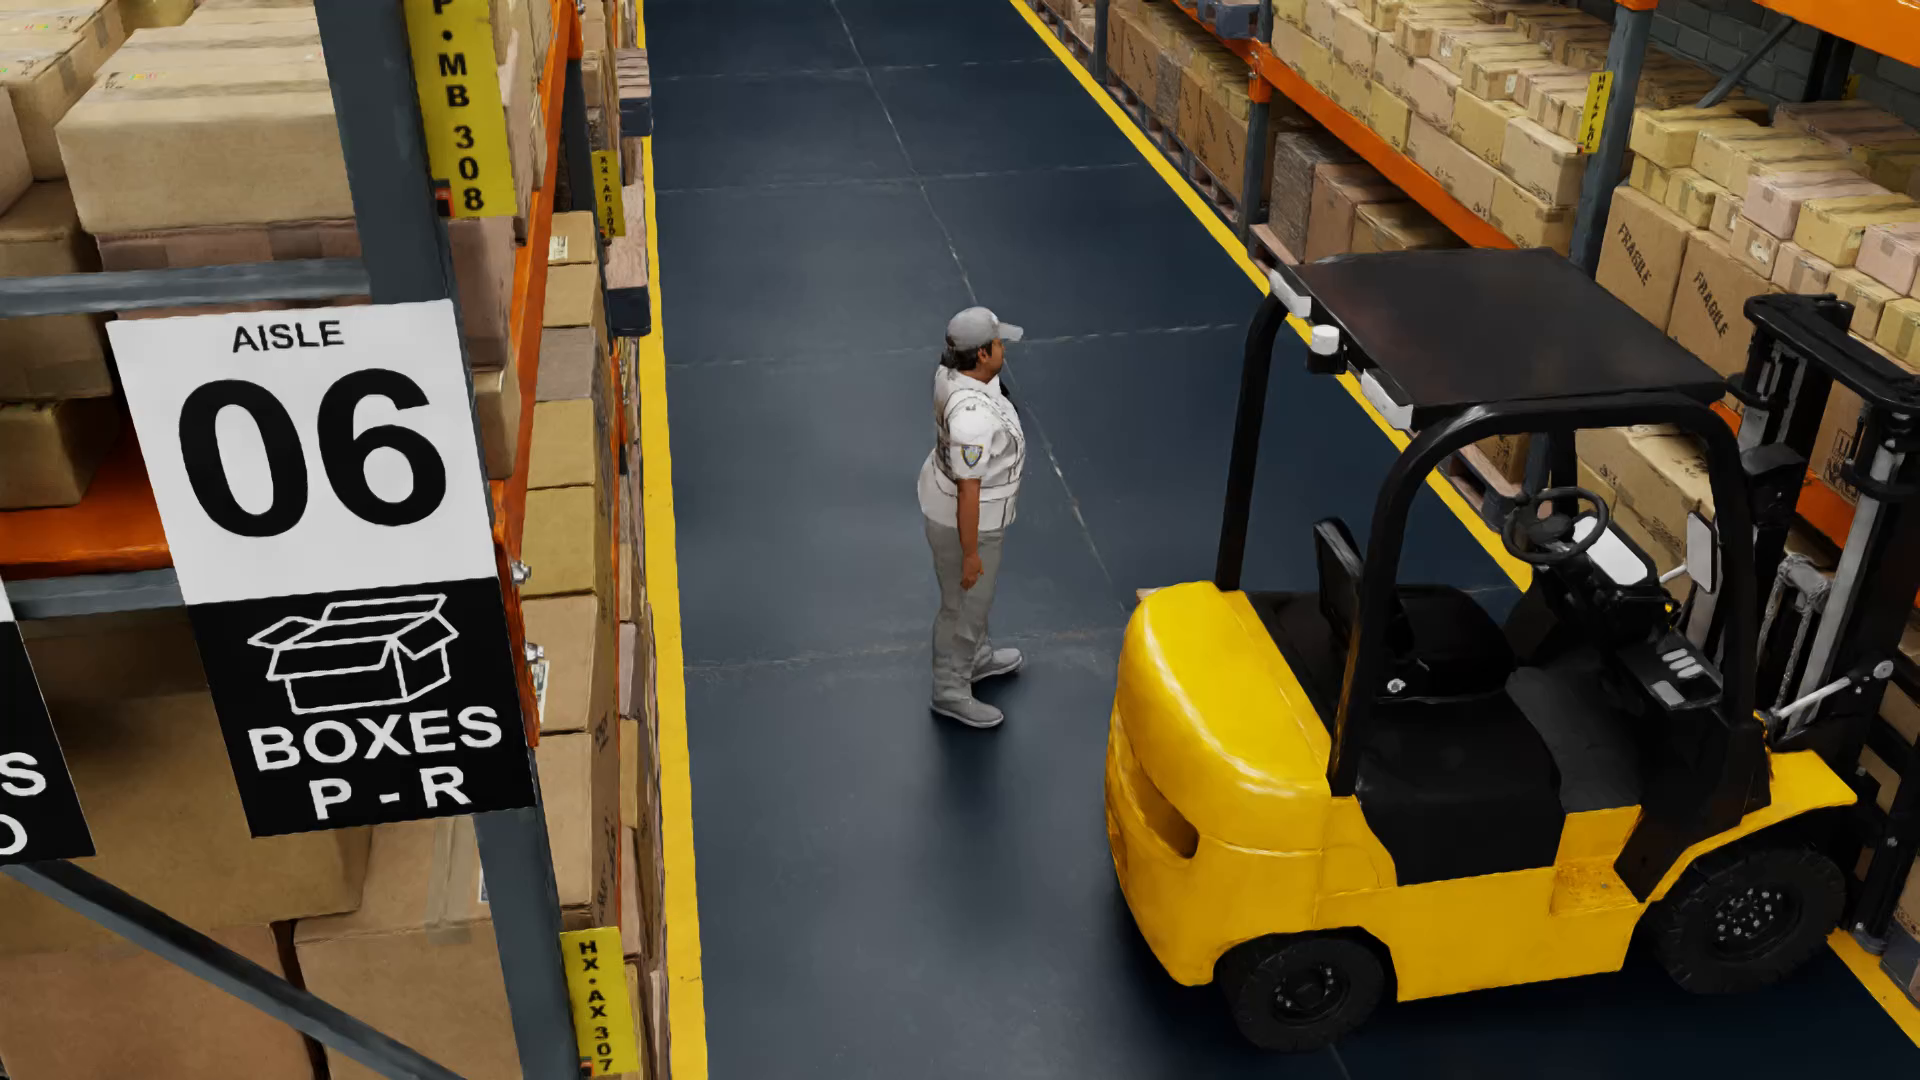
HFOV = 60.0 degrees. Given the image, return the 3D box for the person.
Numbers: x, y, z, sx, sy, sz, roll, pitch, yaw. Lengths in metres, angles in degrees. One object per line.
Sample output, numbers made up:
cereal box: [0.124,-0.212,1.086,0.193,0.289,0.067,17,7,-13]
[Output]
person: [0.062,-0.085,6.245,0.434,1.662,0.579,-3,31,-5]
